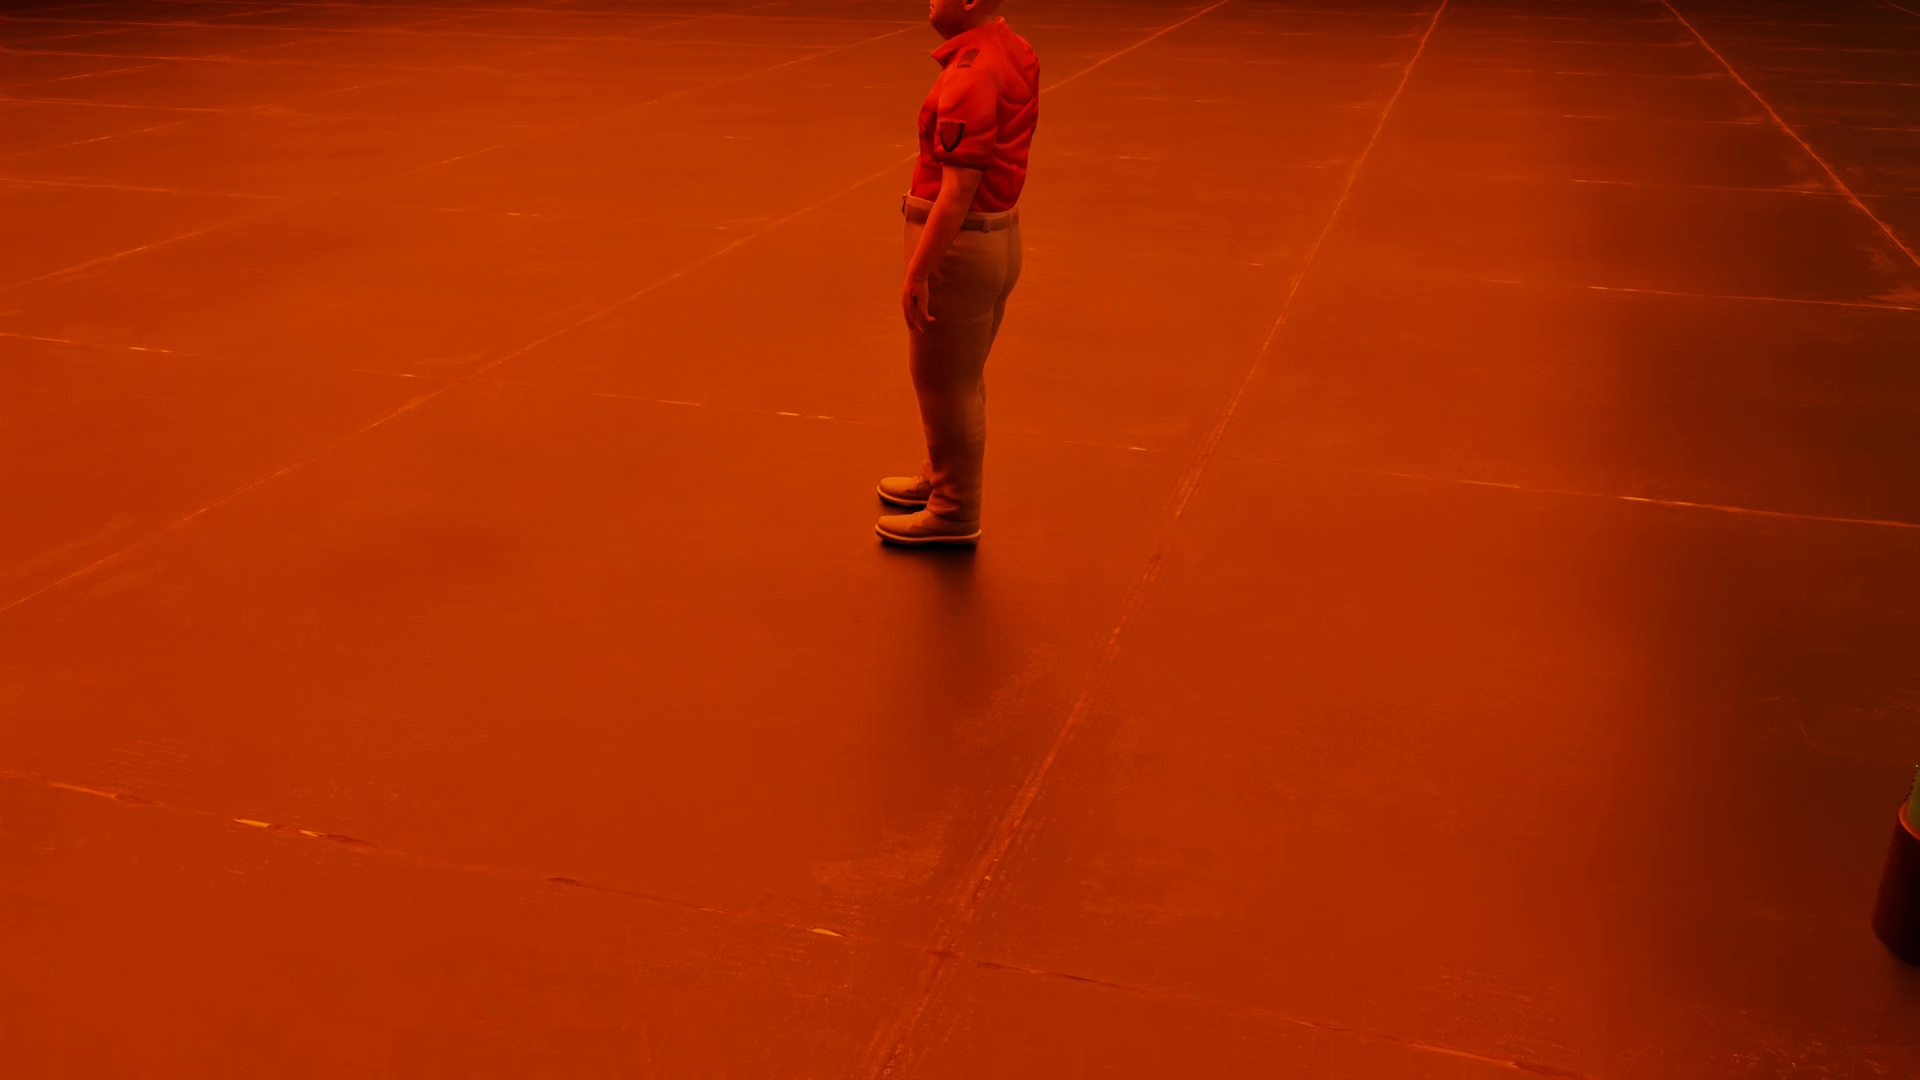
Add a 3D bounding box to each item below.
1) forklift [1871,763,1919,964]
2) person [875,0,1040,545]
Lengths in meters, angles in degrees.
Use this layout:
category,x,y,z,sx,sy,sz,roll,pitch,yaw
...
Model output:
category,x,y,z,sx,sy,sz,roll,pitch,yaw
forklift,3.139,-0.286,1.974,3.031,2.935,1.130,20,30,40
person,-0.082,-0.820,4.823,0.551,1.727,0.640,7,23,16
